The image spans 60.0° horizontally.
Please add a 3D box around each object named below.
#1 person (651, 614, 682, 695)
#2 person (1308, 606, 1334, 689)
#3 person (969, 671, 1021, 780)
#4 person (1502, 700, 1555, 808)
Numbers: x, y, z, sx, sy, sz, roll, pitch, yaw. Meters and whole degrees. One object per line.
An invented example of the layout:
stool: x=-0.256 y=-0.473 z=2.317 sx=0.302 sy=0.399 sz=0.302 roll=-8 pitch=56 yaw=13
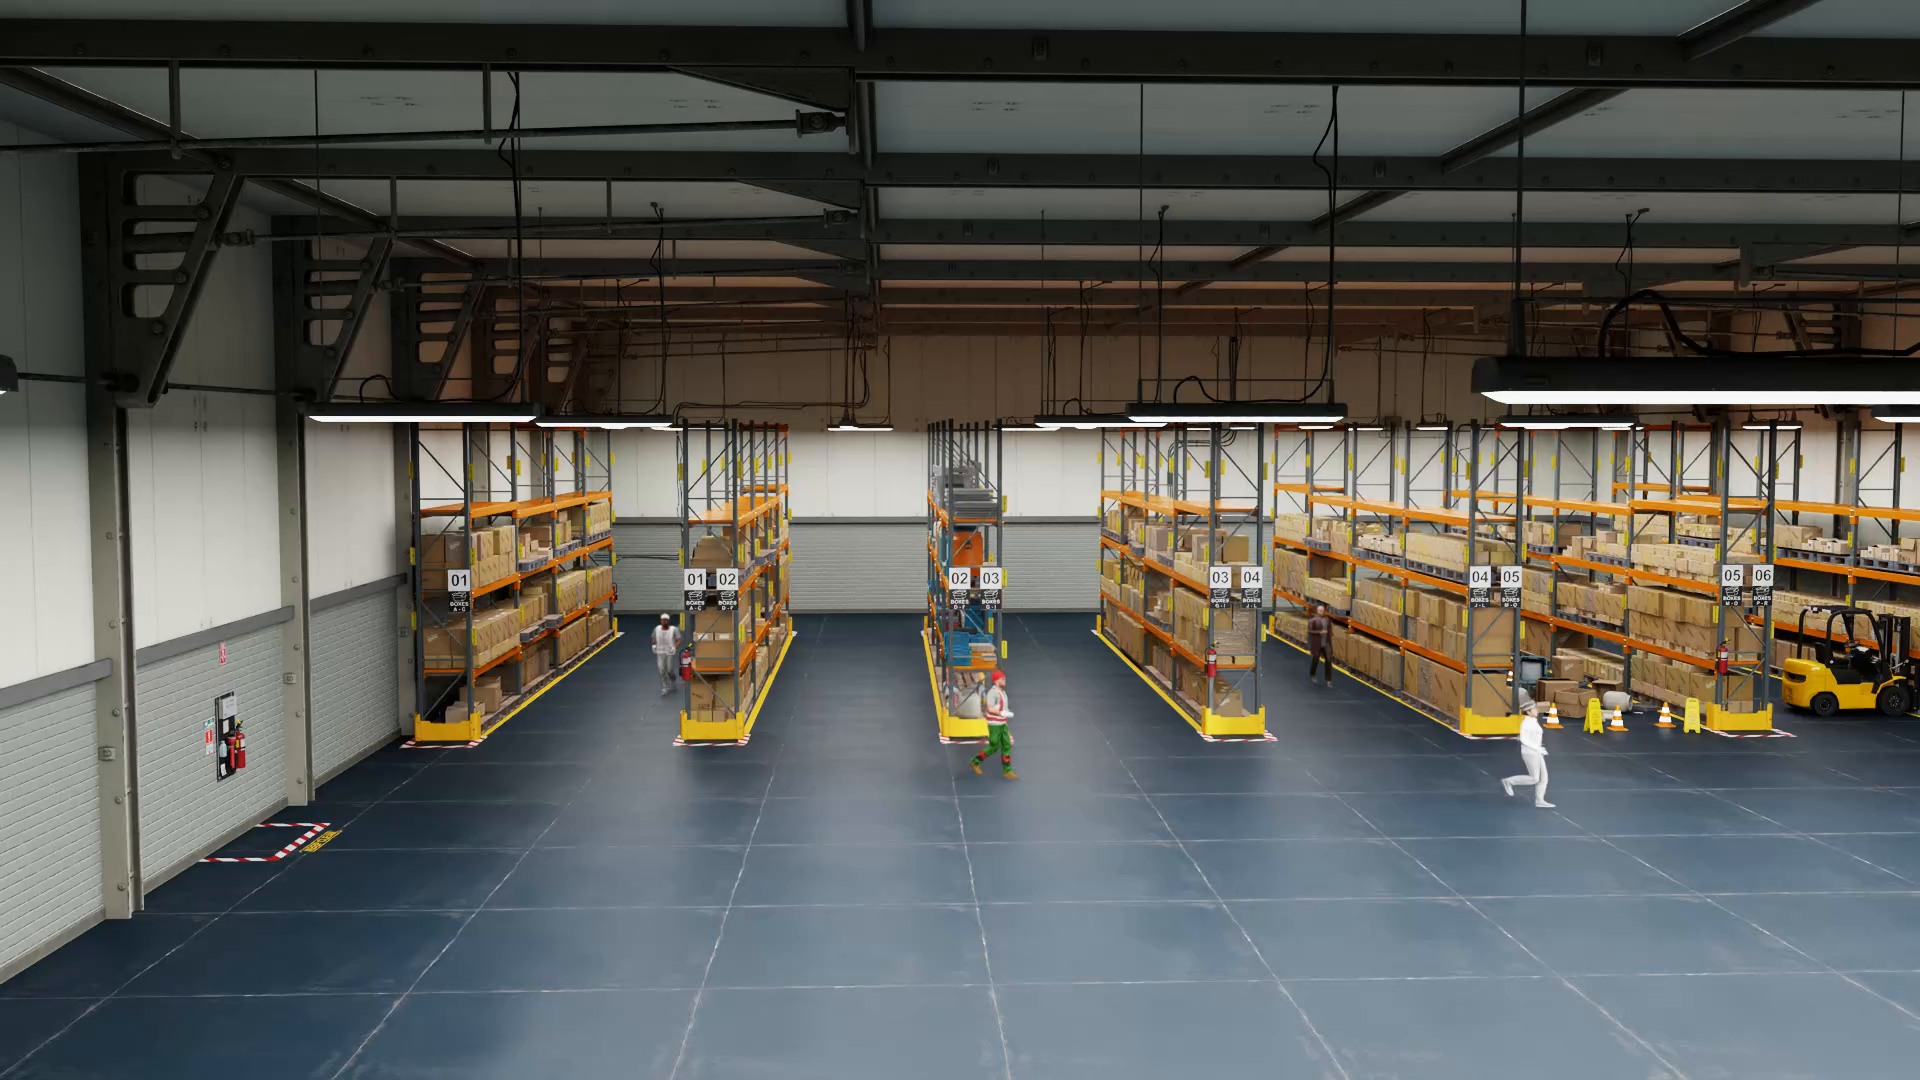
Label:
person: x=-6.484 y=2.503 z=36.623 sx=0.692 sy=1.763 sz=0.735 roll=0 pitch=4 yaw=1
person: x=8.180 y=2.404 z=37.719 sx=0.678 sy=1.829 sz=0.923 roll=-1 pitch=4 yaw=-9
person: x=0.590 y=3.059 z=27.574 sx=0.872 sy=1.801 sz=0.686 roll=1 pitch=4 yaw=21
person: x=8.751 y=3.267 z=25.509 sx=0.757 sy=1.657 sz=0.633 roll=2 pitch=4 yaw=27
